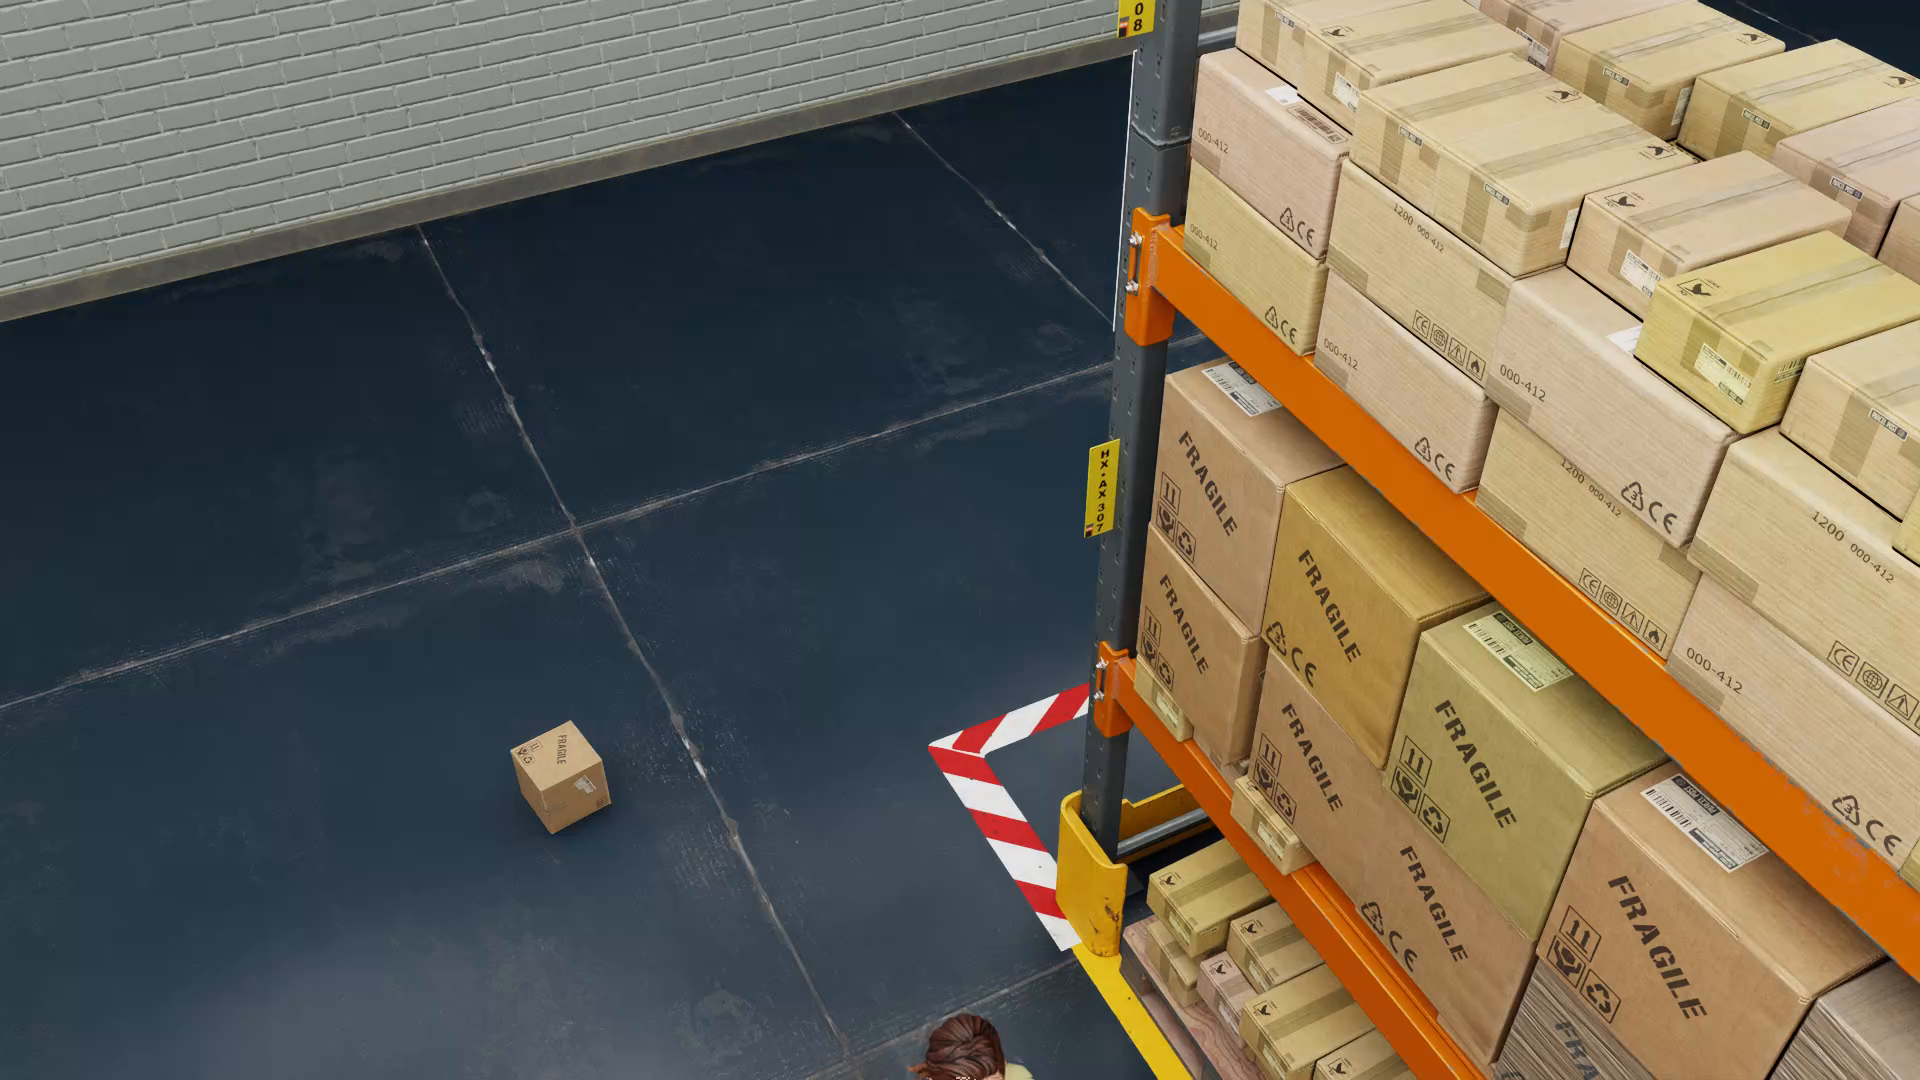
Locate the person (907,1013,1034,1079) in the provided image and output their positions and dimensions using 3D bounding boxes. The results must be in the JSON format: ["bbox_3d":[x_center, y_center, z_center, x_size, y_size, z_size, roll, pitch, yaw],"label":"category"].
[{"bbox_3d":[0.049,1.767,4.126,0.463,1.658,0.477,-19,45,-21],"label":"person"}]
